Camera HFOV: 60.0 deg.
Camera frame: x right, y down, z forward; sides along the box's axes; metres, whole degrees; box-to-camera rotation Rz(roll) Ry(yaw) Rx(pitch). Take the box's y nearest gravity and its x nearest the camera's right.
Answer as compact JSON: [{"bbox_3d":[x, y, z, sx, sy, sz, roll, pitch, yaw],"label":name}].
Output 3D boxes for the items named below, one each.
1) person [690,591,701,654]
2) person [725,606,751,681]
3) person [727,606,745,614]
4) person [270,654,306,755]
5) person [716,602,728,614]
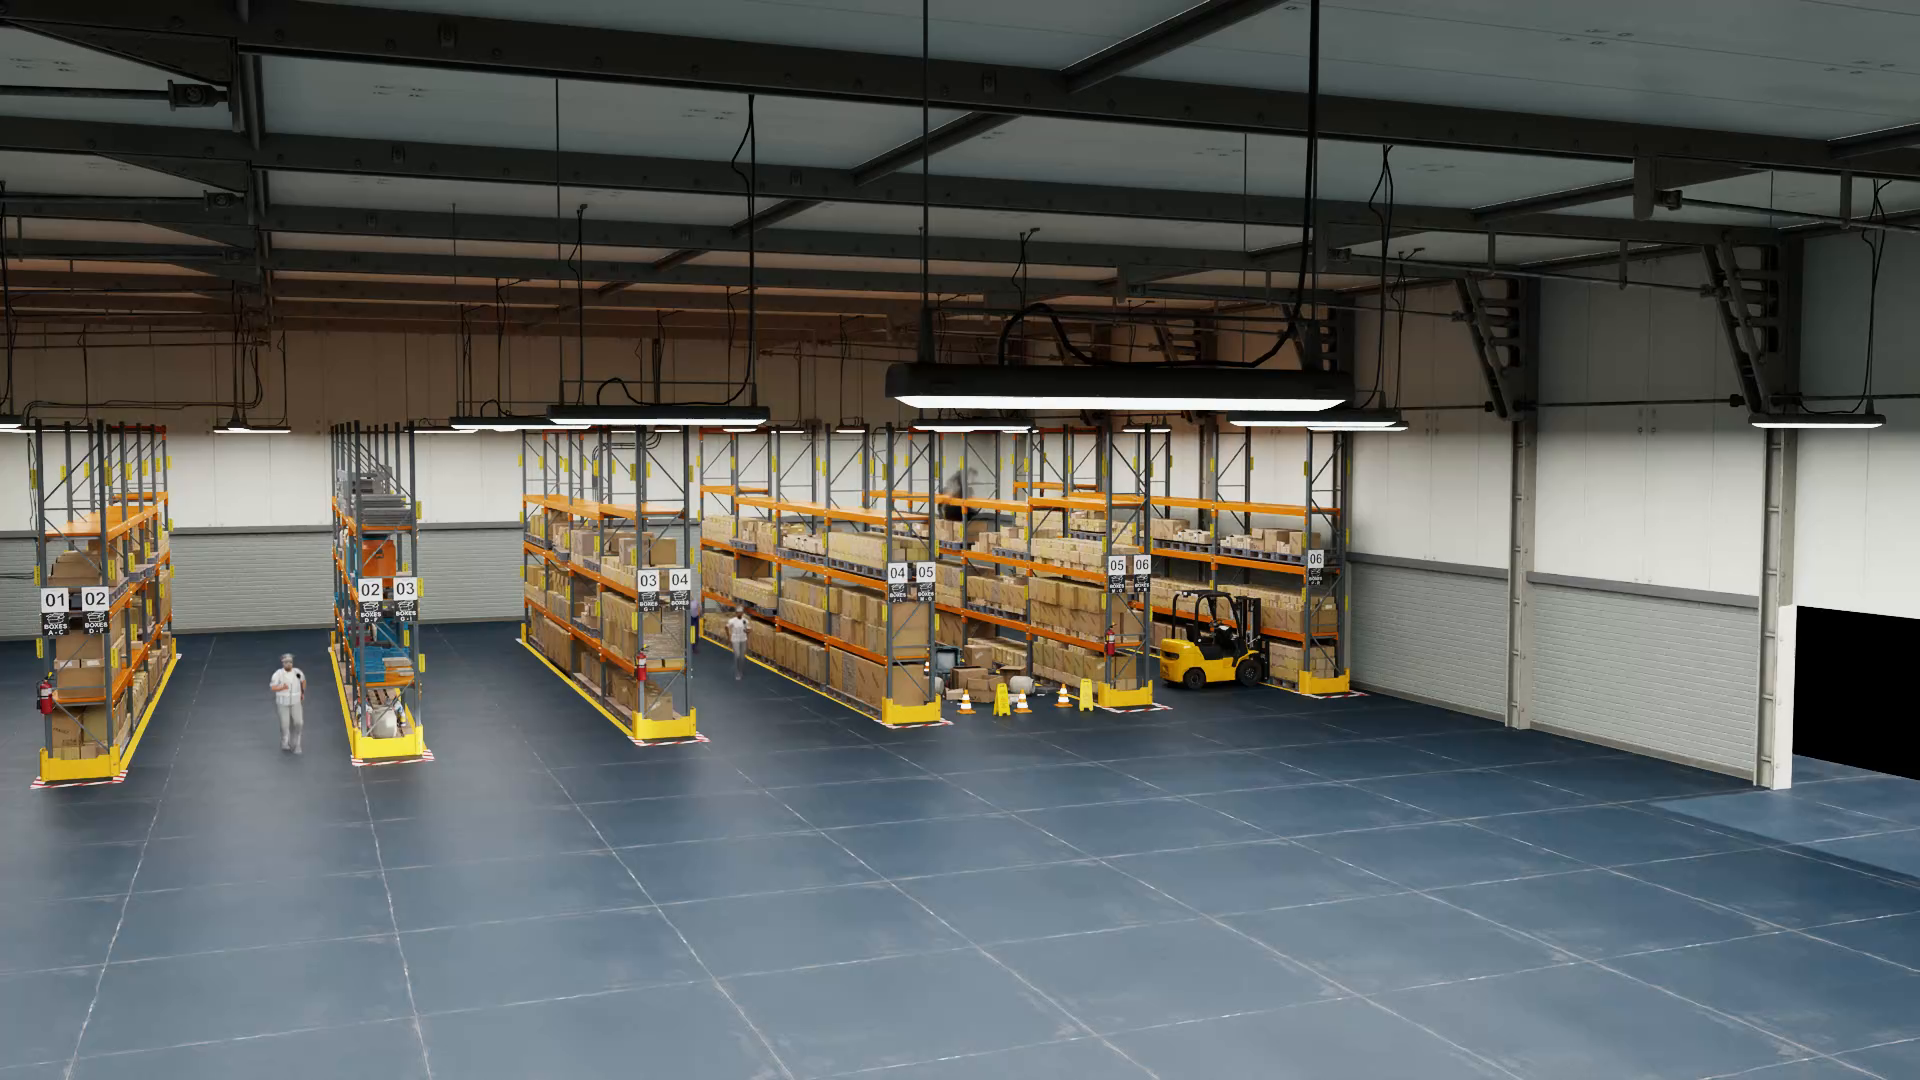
[{"bbox_3d":[-7.108,2.175,43.941,0.607,1.628,0.849,-2,4,-27],"label":"person"},{"bbox_3d":[-5.205,2.432,39.176,0.549,1.752,0.762,-2,4,-25],"label":"person"},{"bbox_3d":[-6.698,1.774,49.623,0.927,1.733,0.663,-1,4,-19],"label":"person"},{"bbox_3d":[-12.100,2.970,30.008,0.640,1.849,0.735,-2,4,-30],"label":"person"},{"bbox_3d":[-7.023,1.796,49.500,0.865,1.646,0.703,0,4,-3],"label":"person"}]
